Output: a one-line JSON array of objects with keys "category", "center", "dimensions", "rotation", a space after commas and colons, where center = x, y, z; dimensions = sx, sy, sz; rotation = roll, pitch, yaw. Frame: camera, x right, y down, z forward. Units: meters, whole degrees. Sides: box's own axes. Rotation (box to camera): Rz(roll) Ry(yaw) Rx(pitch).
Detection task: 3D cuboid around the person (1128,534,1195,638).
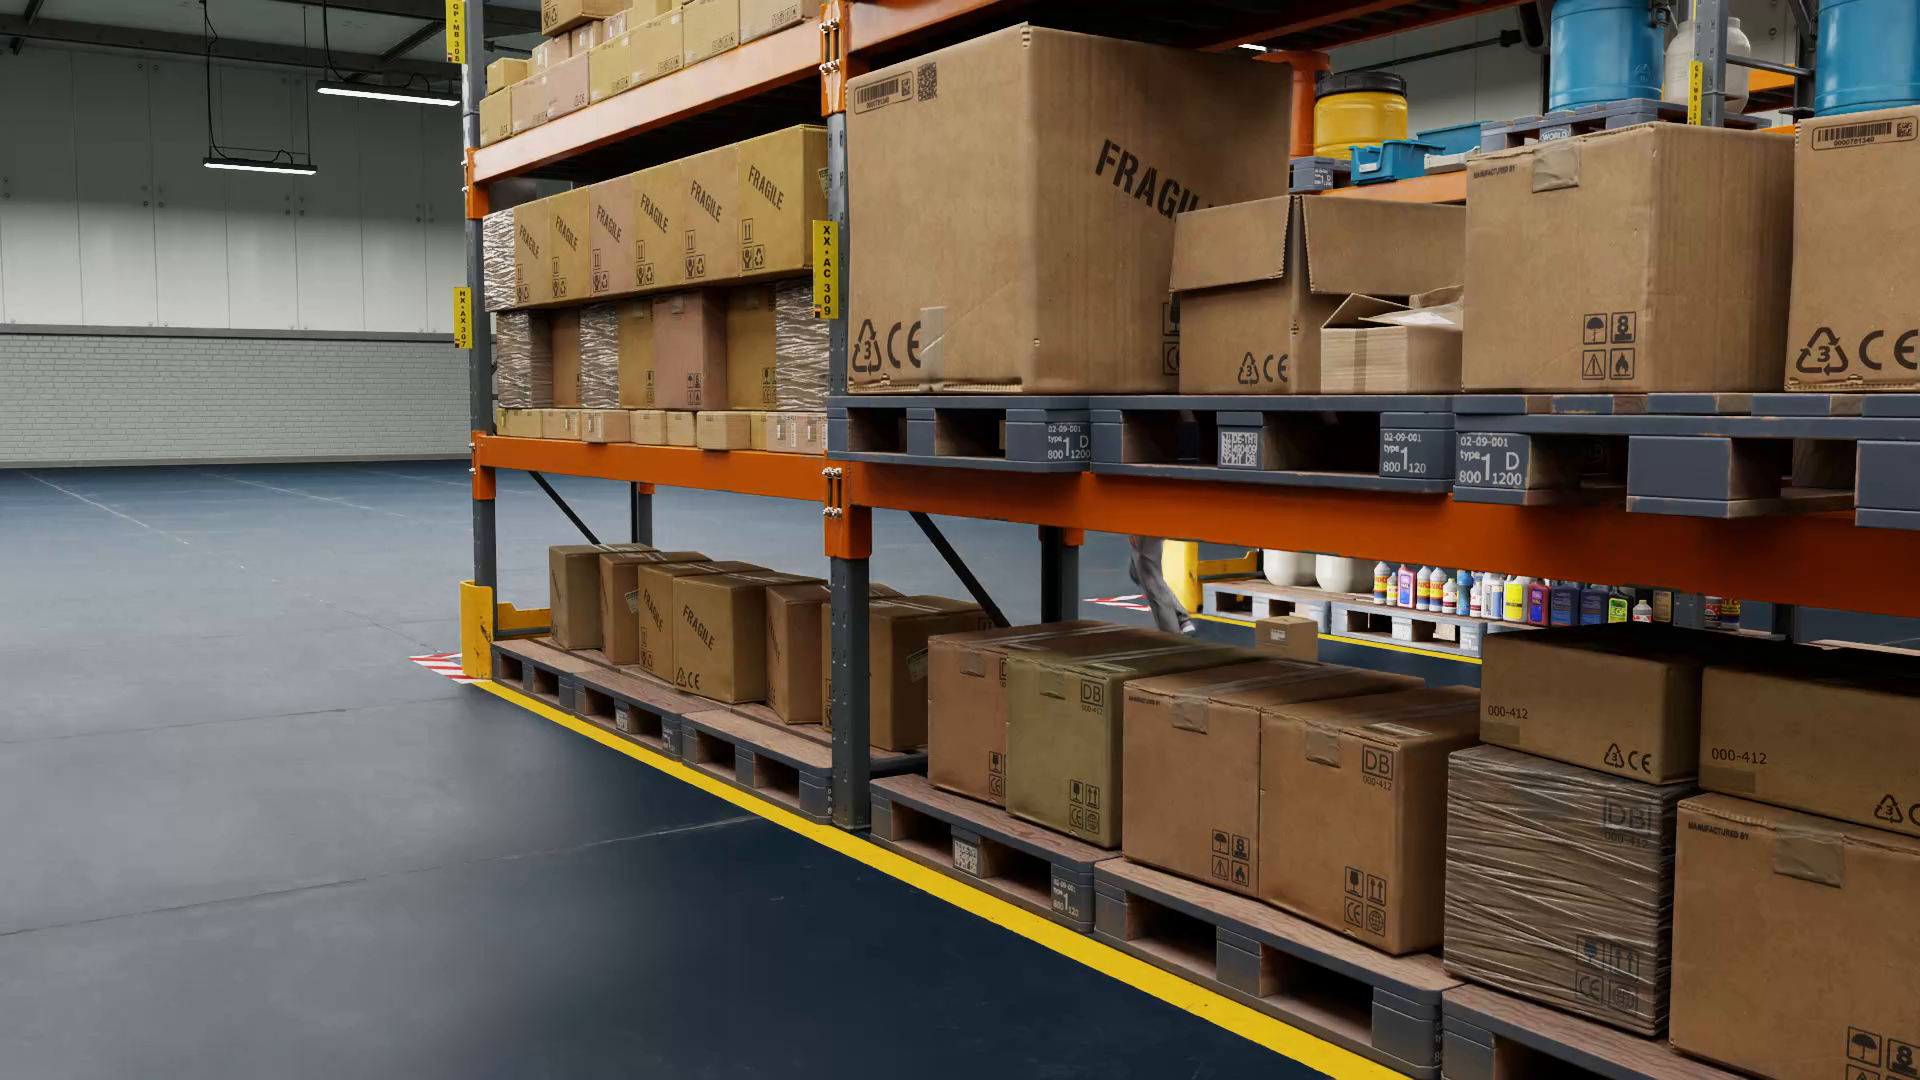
[{"category": "person", "center": [1.087, -0.099, 9.320], "dimensions": [0.430, 1.586, 0.463], "rotation": [3, 6, 33]}]
